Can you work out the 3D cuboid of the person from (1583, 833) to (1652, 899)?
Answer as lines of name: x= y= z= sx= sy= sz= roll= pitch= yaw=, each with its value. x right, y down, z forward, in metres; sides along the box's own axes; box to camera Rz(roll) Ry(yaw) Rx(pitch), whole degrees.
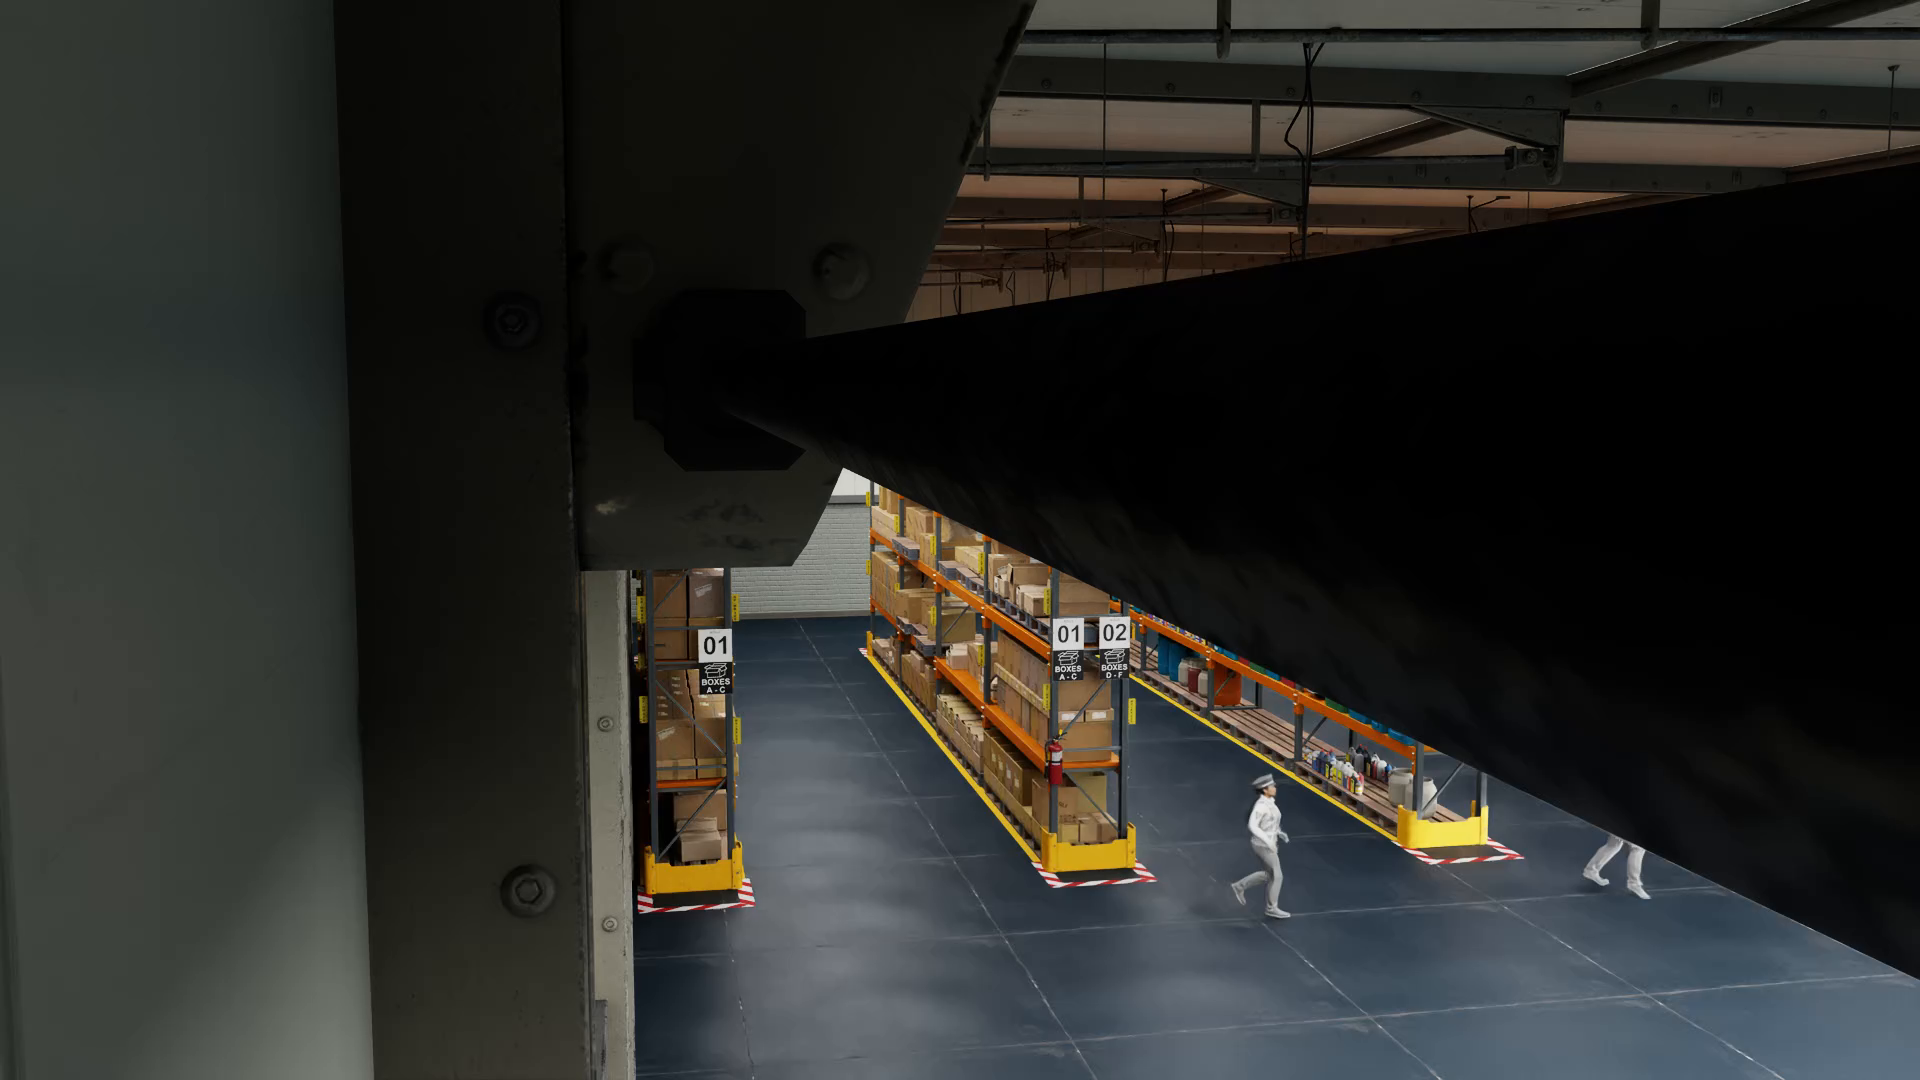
person: x=7.951 y=3.373 z=20.020 sx=0.794 sy=1.819 sz=0.680 roll=3 pitch=6 yaw=23

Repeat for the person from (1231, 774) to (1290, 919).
person: x=3.487 y=3.505 z=19.120 sx=0.644 sy=1.675 sz=0.640 roll=2 pitch=6 yaw=18
